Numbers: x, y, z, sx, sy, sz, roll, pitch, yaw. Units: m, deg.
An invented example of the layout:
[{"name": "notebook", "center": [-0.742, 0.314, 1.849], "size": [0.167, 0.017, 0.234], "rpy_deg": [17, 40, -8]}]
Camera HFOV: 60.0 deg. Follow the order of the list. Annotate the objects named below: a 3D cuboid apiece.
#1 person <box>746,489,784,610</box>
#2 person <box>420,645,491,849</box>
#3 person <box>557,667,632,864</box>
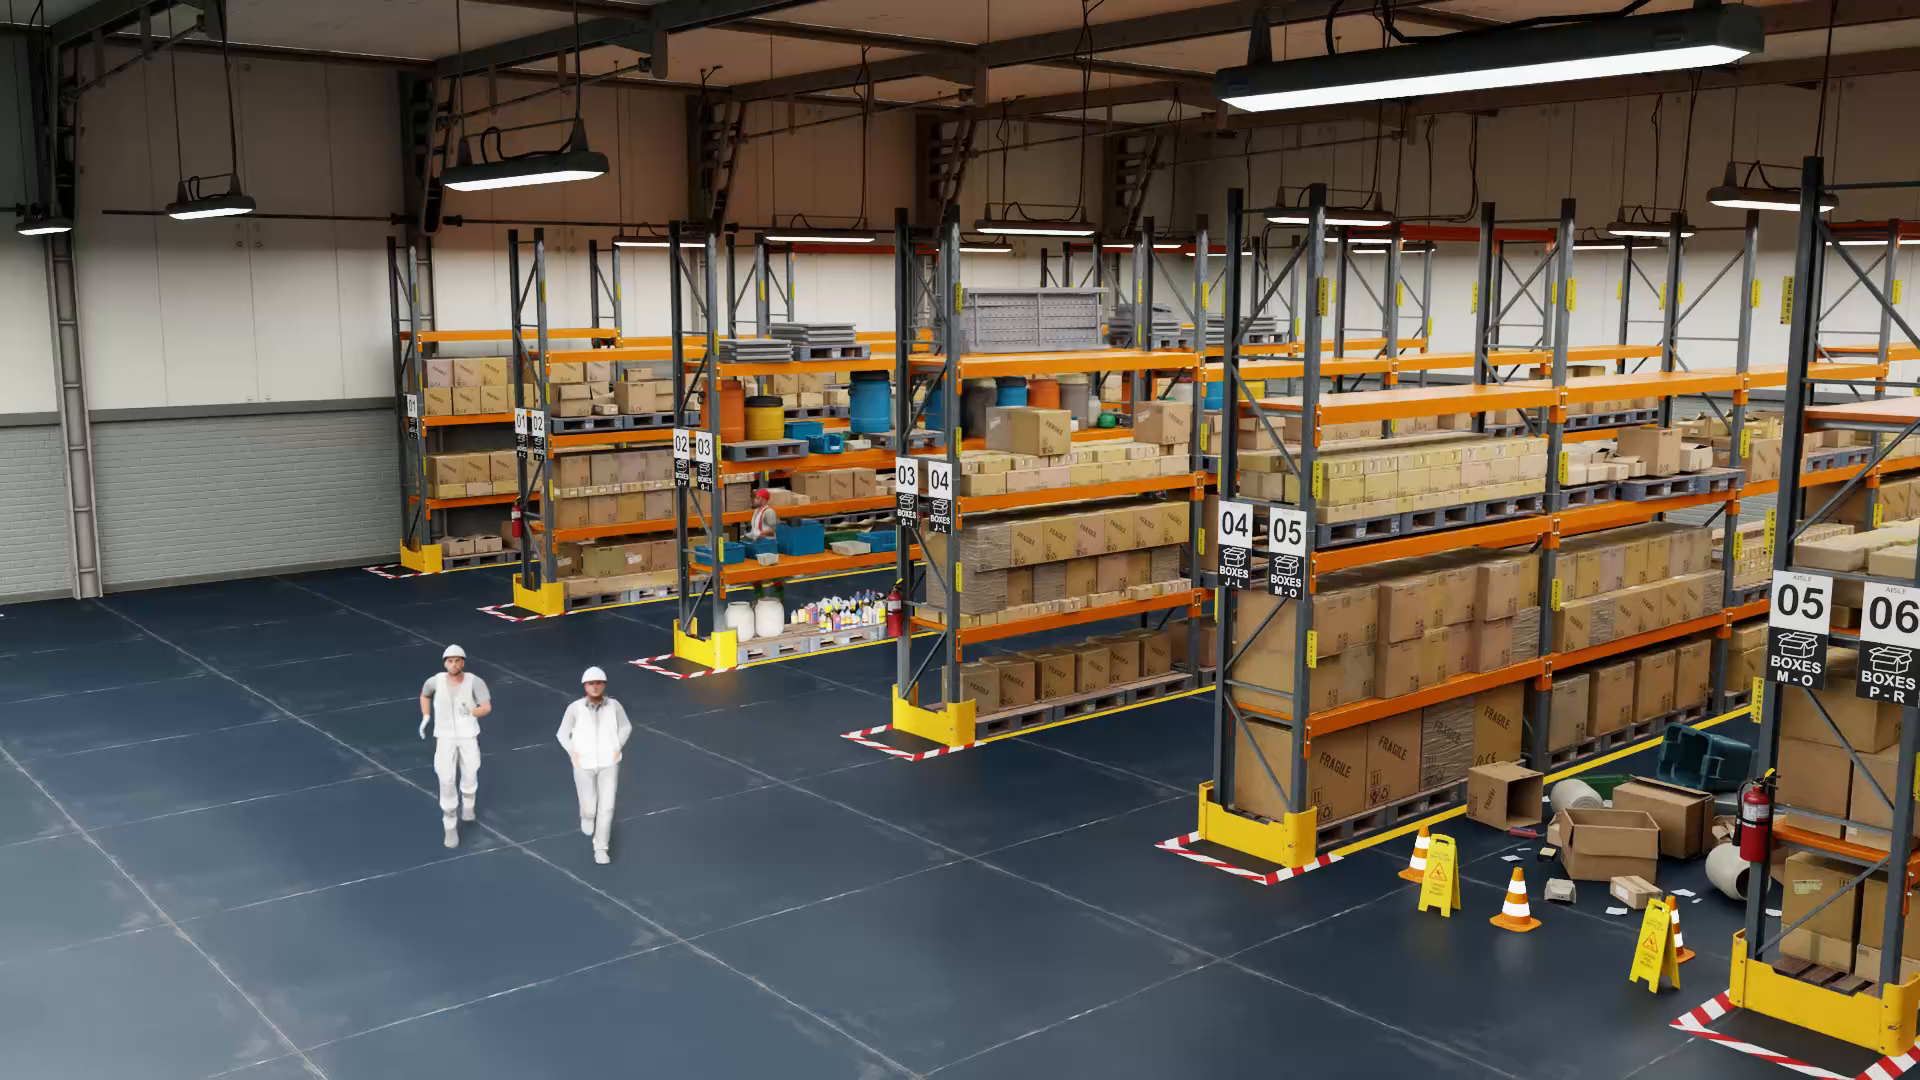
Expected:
[{"name": "person", "center": [-2.997, 0.152, 25.237], "size": [0.724, 1.869, 0.642], "rpy_deg": [-8, 12, -41]}, {"name": "person", "center": [-4.729, 1.884, 15.623], "size": [0.652, 1.838, 0.836], "rpy_deg": [-3, 9, -17]}, {"name": "person", "center": [-3.293, 2.006, 15.065], "size": [0.675, 1.738, 0.762], "rpy_deg": [-3, 9, -19]}]
